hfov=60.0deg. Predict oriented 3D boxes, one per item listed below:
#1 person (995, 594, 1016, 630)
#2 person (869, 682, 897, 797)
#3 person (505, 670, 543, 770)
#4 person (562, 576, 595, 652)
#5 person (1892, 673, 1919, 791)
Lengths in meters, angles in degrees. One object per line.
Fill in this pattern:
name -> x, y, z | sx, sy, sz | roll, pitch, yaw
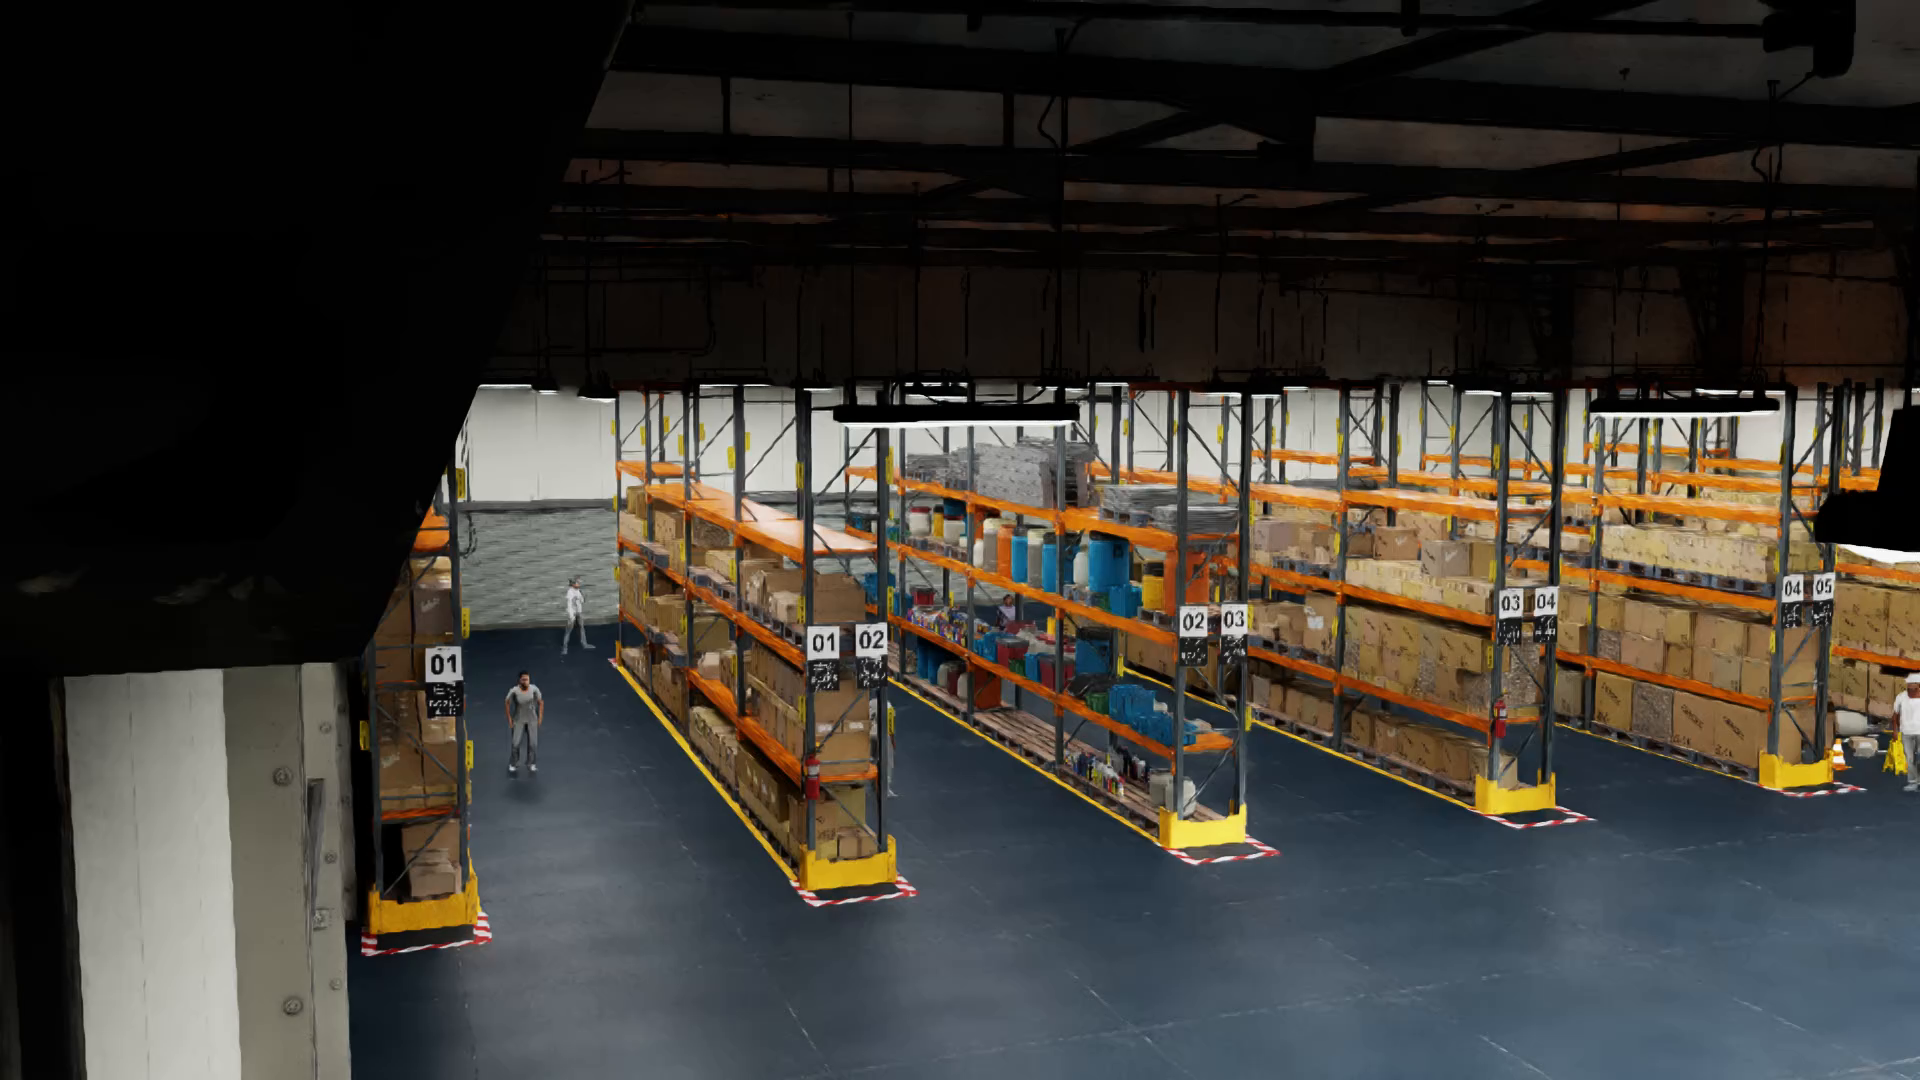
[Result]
person -> 1.009, 1.892, 34.493 | 0.493, 1.589, 0.982 | -2, 6, -20
person -> -1.134, 2.939, 24.501 | 0.526, 1.737, 0.372 | 6, 8, 43
person -> -6.776, 2.802, 25.863 | 0.580, 1.618, 0.507 | -2, 6, -21
person -> -8.465, 1.617, 36.651 | 0.554, 1.672, 0.674 | 2, 6, 20
person -> 14.146, 2.845, 24.598 | 0.646, 1.759, 0.387 | 5, 8, 38
